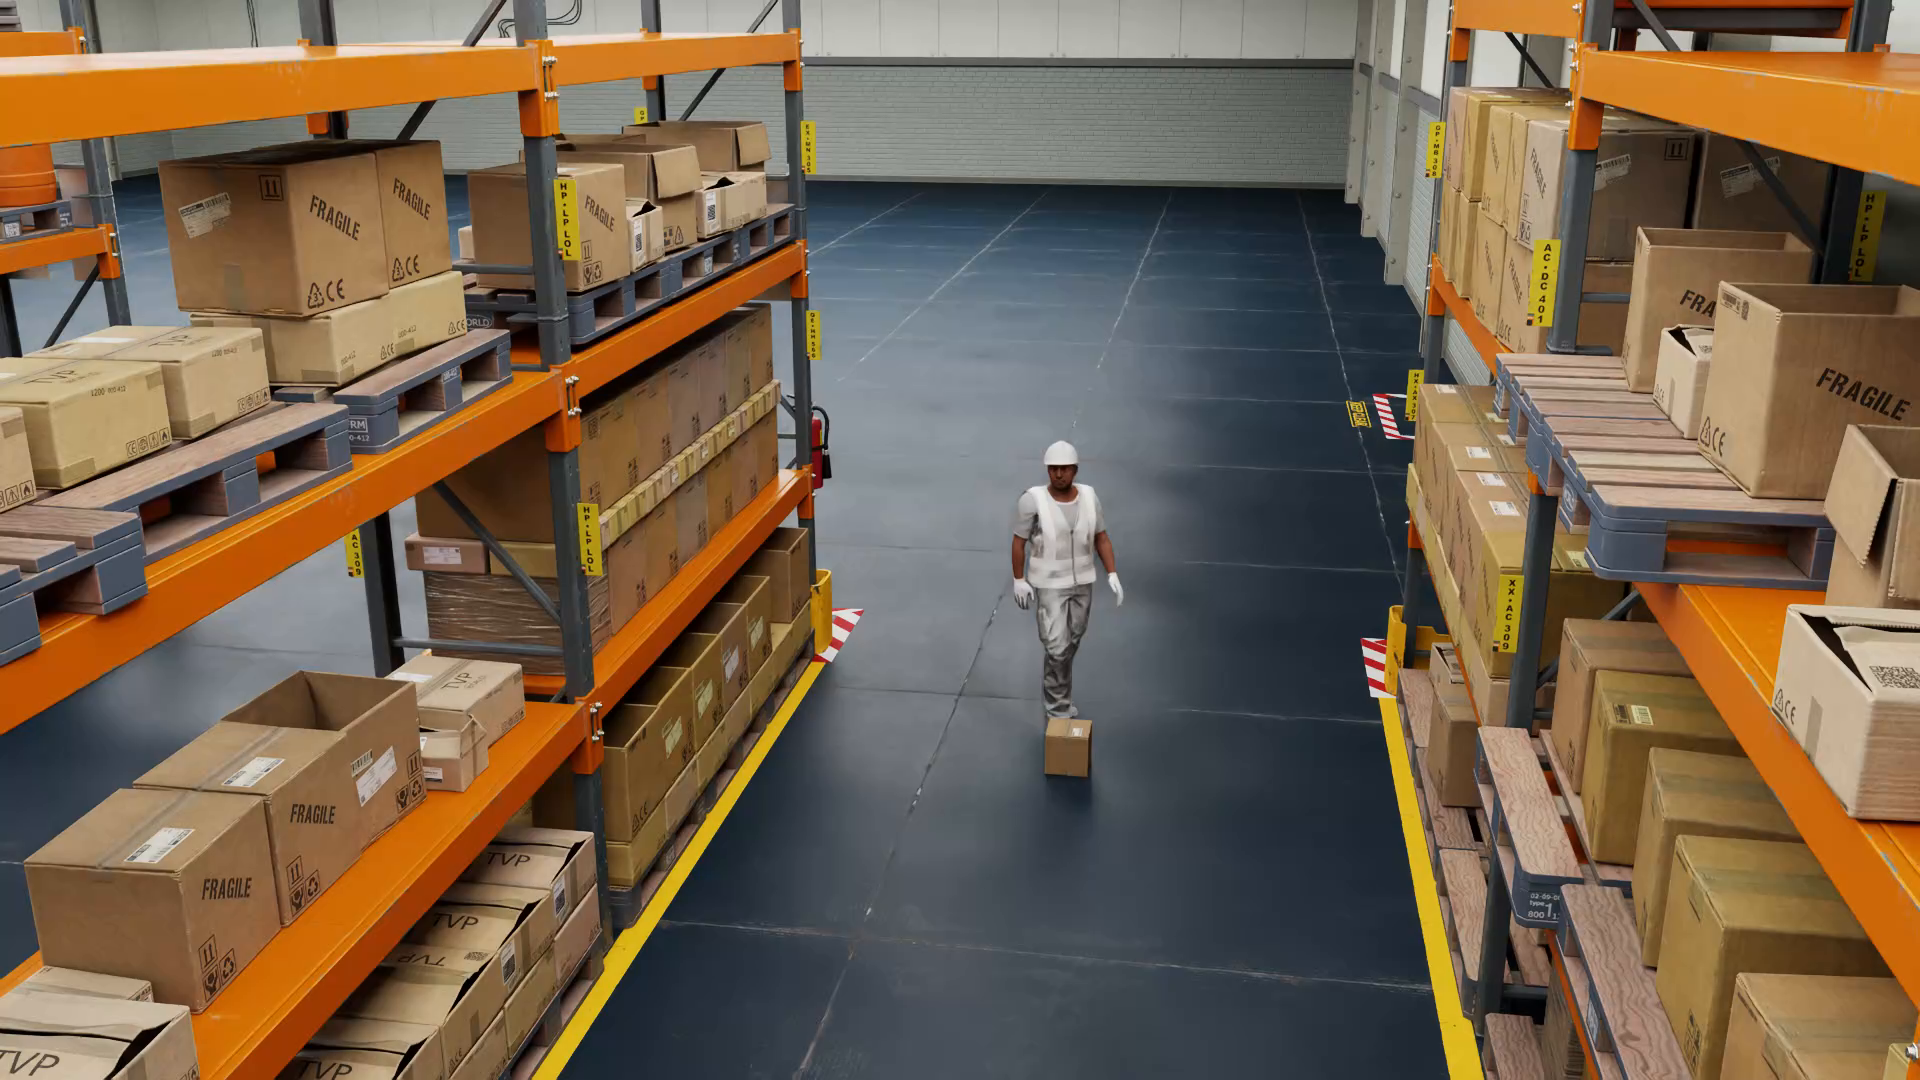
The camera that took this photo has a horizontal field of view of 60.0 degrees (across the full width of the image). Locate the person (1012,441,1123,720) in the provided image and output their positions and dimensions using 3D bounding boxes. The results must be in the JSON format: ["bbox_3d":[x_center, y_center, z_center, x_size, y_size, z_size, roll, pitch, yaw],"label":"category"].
[{"bbox_3d":[0.657,0.327,10.068,0.569,1.862,0.566,-9,20,-26],"label":"person"}]
